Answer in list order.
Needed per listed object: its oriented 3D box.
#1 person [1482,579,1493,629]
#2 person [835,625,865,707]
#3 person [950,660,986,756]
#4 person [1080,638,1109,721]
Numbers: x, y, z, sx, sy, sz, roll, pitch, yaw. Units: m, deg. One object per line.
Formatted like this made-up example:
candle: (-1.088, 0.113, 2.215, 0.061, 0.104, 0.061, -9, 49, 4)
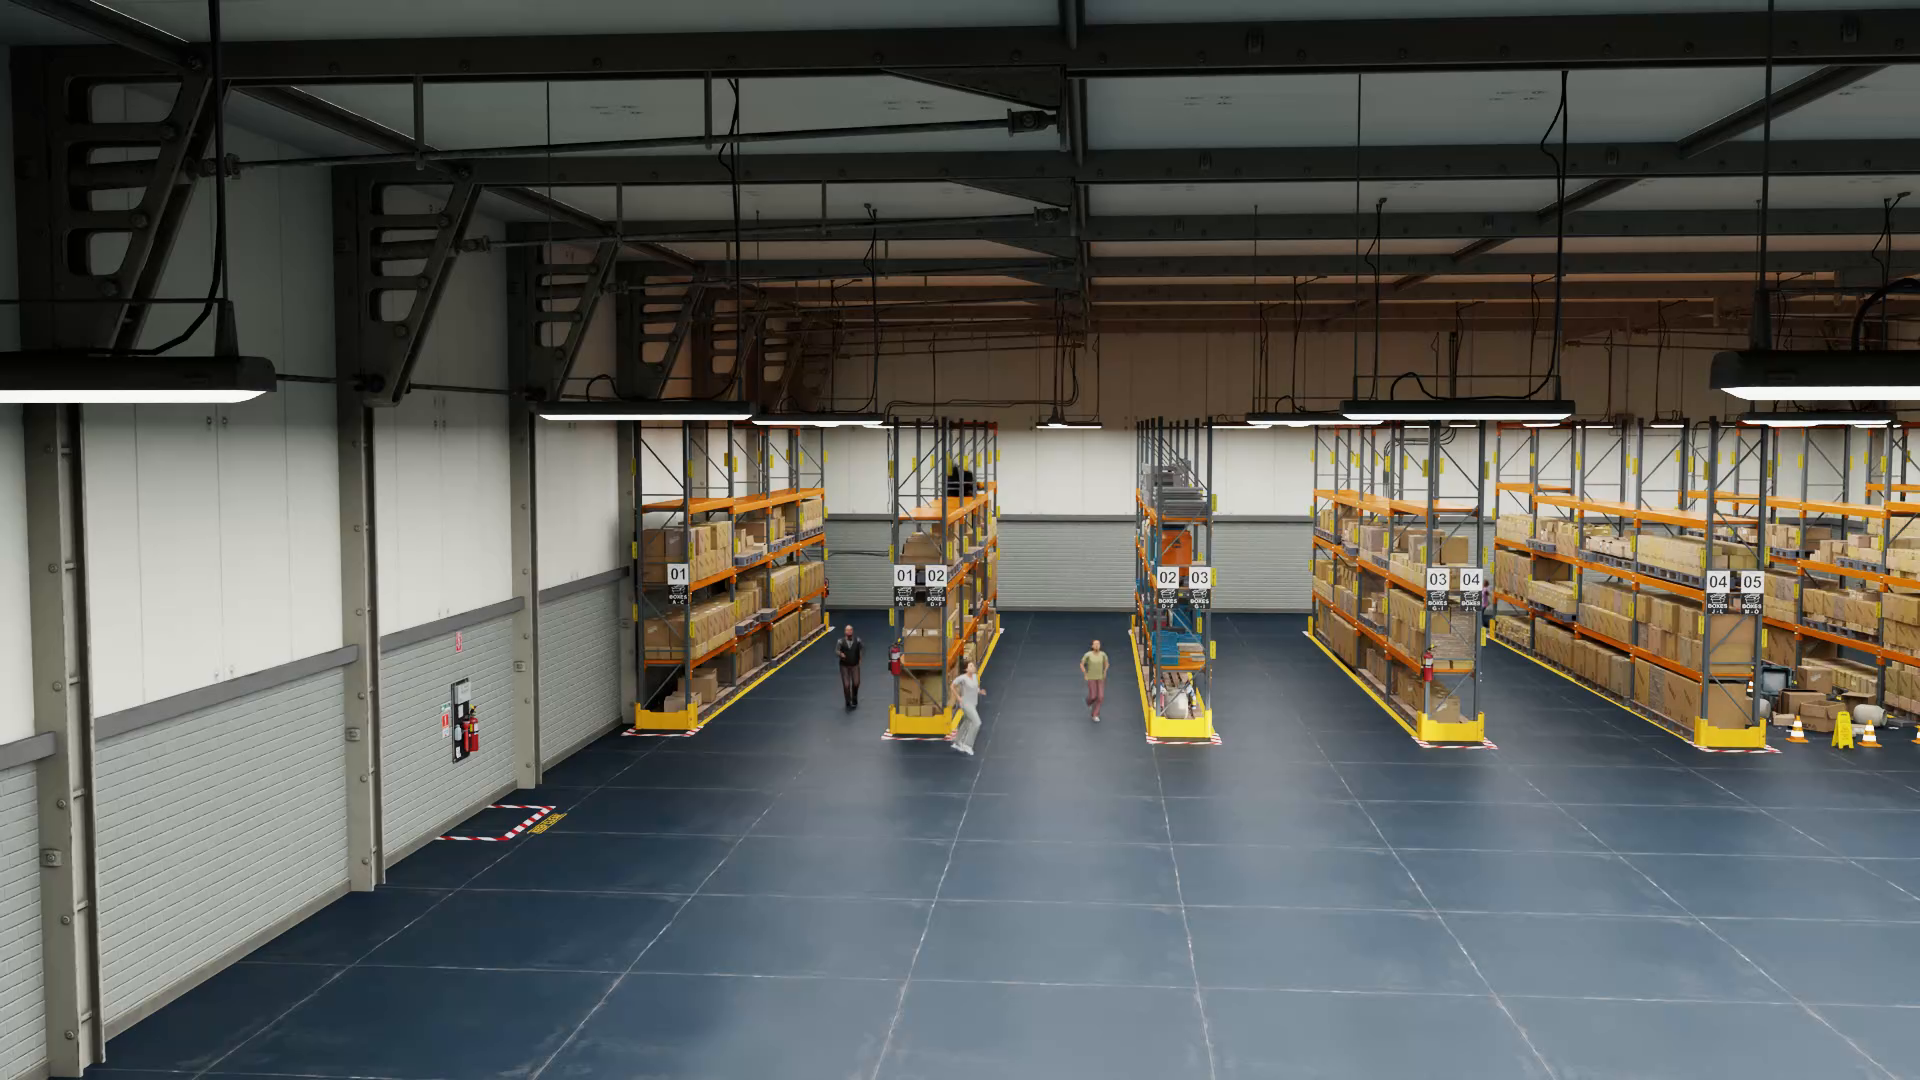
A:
person: (14.908, 1.870, 47.581, 0.631, 1.542, 0.673, 1, 4, 10)
person: (-2.268, 2.625, 34.402, 0.645, 1.699, 0.619, 0, 4, -6)
person: (0.145, 3.092, 29.525, 0.695, 1.457, 0.540, 3, 5, 35)
person: (2.688, 2.760, 33.018, 0.581, 1.626, 0.565, -1, 4, -10)
